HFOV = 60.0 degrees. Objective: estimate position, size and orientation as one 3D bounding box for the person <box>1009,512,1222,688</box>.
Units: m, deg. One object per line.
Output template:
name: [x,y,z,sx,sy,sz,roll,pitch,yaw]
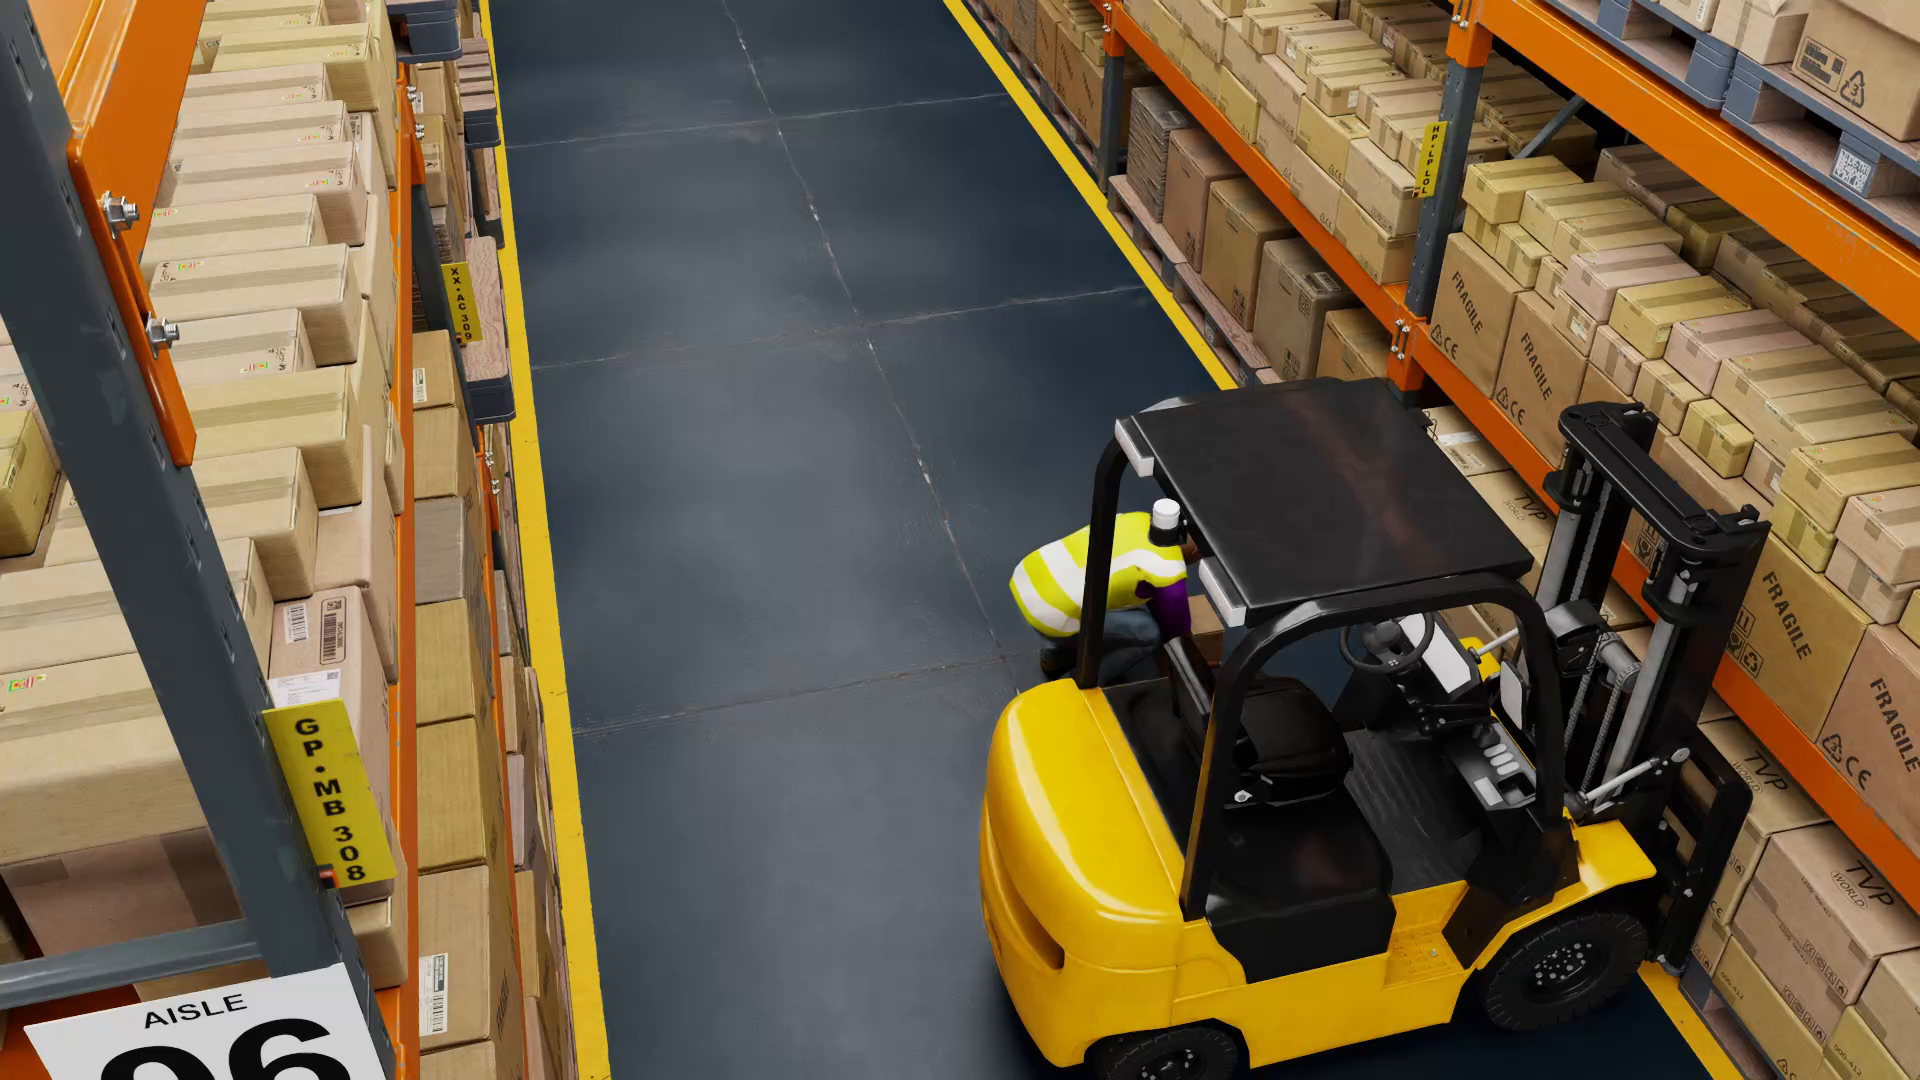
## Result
person: [0.692,0.269,7.159,0.968,0.809,0.526,-10,39,-13]
